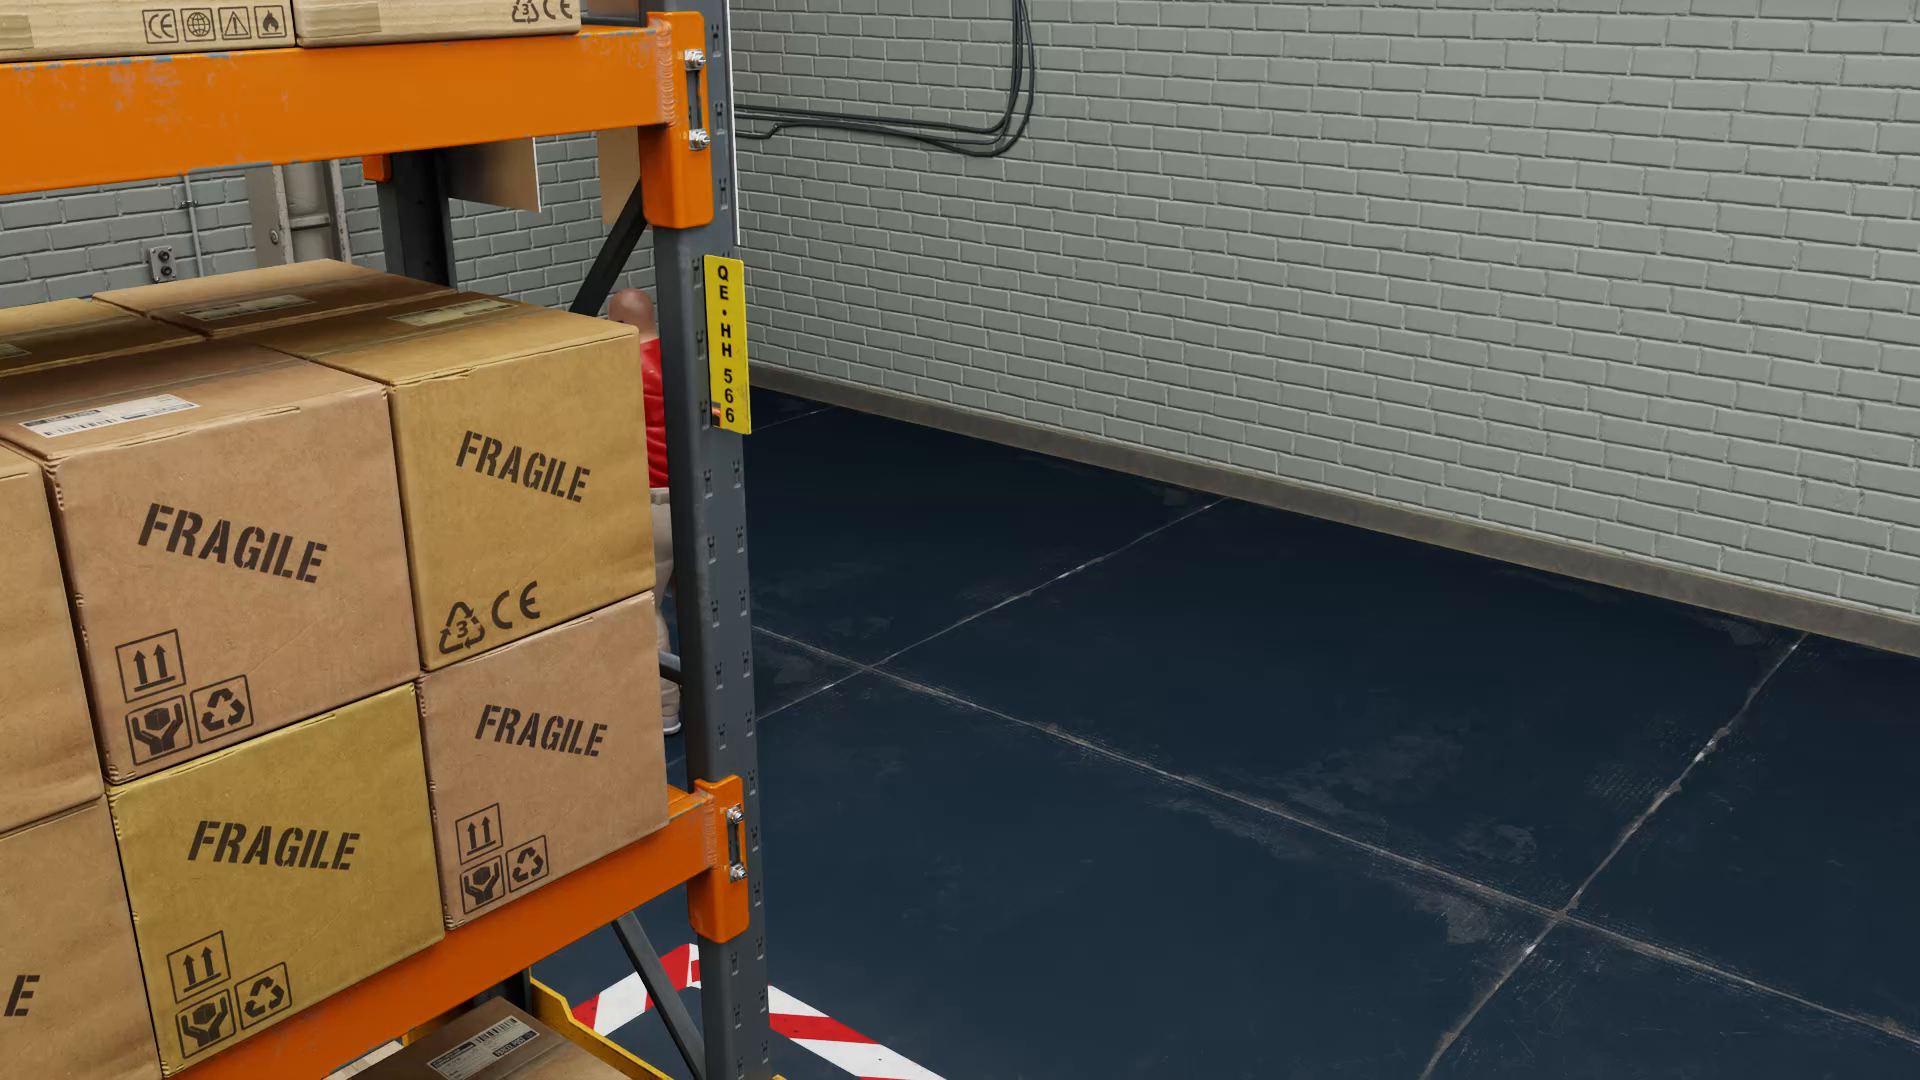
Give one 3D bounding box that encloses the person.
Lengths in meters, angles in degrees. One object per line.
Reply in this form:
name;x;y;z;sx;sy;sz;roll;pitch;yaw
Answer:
person;-1.151;-0.105;6.383;0.389;1.726;0.587;15;25;36
